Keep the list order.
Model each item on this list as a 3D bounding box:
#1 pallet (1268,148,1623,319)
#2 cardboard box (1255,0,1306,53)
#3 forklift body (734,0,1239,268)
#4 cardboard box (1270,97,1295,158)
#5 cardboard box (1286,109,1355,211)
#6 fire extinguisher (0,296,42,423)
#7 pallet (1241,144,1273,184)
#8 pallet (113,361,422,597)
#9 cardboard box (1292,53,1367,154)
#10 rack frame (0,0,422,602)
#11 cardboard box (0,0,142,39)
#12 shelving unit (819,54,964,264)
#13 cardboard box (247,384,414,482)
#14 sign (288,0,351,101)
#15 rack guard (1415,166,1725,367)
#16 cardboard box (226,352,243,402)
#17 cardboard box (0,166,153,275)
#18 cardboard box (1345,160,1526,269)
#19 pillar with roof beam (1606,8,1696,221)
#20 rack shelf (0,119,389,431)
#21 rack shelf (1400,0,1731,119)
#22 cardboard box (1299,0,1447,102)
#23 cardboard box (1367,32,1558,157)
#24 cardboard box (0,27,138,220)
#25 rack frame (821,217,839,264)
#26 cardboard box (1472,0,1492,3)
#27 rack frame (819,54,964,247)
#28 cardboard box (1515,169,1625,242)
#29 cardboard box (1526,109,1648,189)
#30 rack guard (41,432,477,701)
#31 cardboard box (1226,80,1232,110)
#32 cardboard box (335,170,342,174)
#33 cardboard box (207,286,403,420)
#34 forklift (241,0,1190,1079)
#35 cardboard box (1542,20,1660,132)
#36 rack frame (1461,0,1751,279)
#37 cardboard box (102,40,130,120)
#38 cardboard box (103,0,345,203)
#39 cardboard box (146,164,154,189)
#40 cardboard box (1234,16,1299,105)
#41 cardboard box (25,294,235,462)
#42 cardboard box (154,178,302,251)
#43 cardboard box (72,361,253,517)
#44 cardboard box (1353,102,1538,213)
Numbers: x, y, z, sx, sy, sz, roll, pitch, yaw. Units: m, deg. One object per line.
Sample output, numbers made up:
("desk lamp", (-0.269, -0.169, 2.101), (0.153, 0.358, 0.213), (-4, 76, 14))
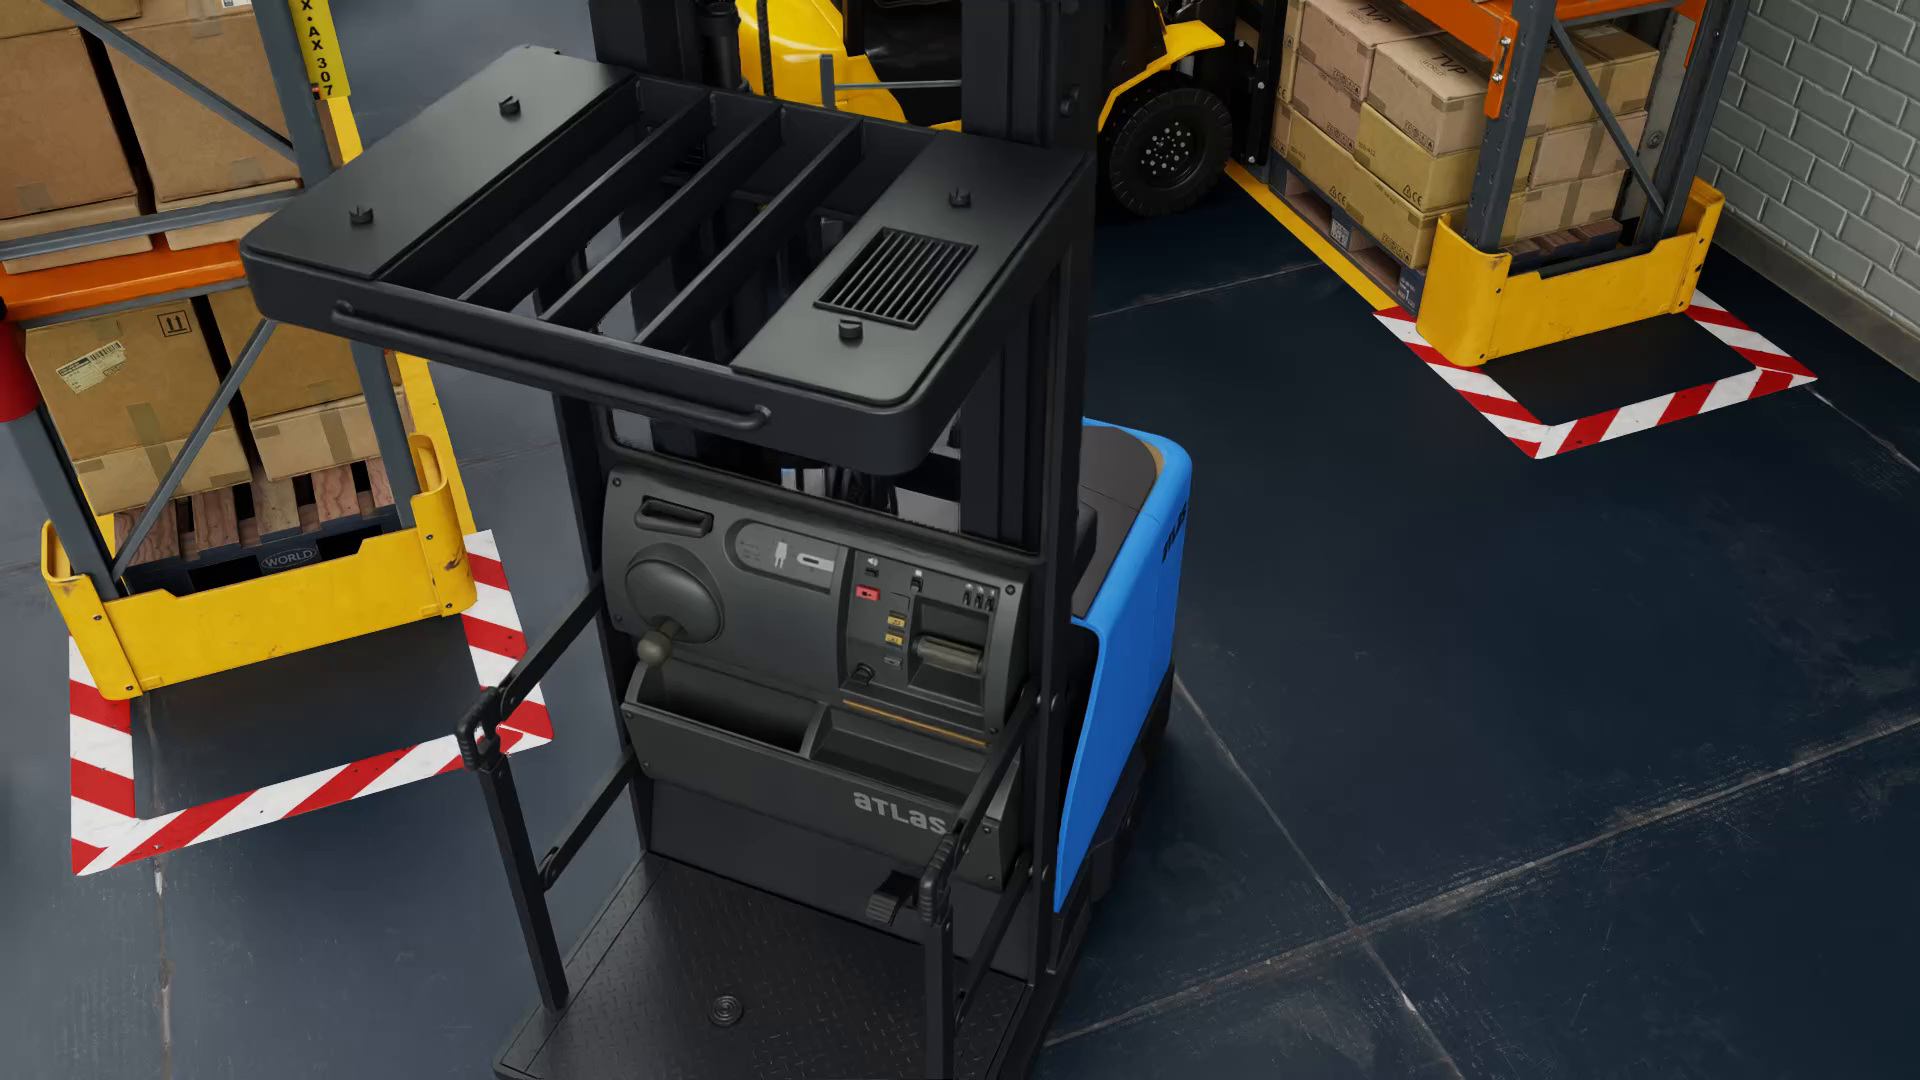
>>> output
("pallet", (2.092, -1.462, 7.288), (1.003, 0.211, 1.213), (-15, 43, -17))
("cardboard box", (1.556, -2.372, 7.227), (0.500, 0.250, 0.500), (-15, 43, -16))
("forklift body", (0.012, -2.434, 6.931), (2.313, 2.155, 1.214), (-15, 43, -17))
("cardboard box", (1.587, -1.995, 7.556), (0.500, 0.250, 0.500), (-15, 43, -16))
("cardboard box", (1.770, -1.692, 7.203), (0.500, 0.250, 0.500), (-15, 43, -17))
("fire extinguisher", (-2.543, -0.615, 4.224), (0.296, 0.674, 0.183), (-15, 43, -17))
("pallet", (1.629, -2.195, 8.141), (1.003, 0.211, 1.213), (-15, 43, -17))
("pallet", (-2.468, -0.315, 5.954), (1.003, 0.211, 1.213), (-15, 43, -17))
("cardboard box", (1.767, -1.895, 7.056), (0.500, 0.250, 0.500), (-16, 43, -17))
("rack frame", (-2.161, -0.828, 4.412), (1.000, 3.000, 0.127), (-15, 43, -17))
("cardboard box", (-2.558, -1.611, 4.251), (0.700, 0.500, 0.500), (-16, 43, -18))
("shelving unit", (-0.157, -0.634, 5.337), (0.587, 1.500, 1.083), (-3, 41, -3))
("cardboard box", (-2.214, -0.500, 5.817), (0.500, 0.250, 0.500), (-15, 43, -17))
("sign", (-1.660, -1.292, 4.288), (0.100, 0.325, 0.005), (-15, 43, -17))
("rack guard", (2.433, -1.106, 6.653), (1.175, 0.500, 0.348), (-15, 43, -17))
("cardboard box", (-2.910, -0.679, 6.025), (0.500, 0.250, 0.500), (-15, 43, -17))
("cardboard box", (-2.502, -0.905, 4.694), (0.380, 0.149, 0.250), (-14, 43, -15))
("cardboard box", (1.952, -1.390, 6.852), (0.500, 0.250, 0.500), (-15, 43, -17))
("pillar with roof beam", (-0.988, -3.914, 3.399), (9.100, 9.000, 0.400), (-15, 43, -17))
("rack shelf", (-2.926, -1.760, 6.048), (1.077, 0.370, 4.000), (-15, 43, -17))
("rack shelf", (1.658, -3.001, 7.491), (1.077, 0.370, 4.000), (-15, 43, -17))
("cardboard box", (1.758, -2.070, 6.877), (0.500, 0.250, 0.500), (-14, 43, -16))
("cardboard box", (1.959, -1.764, 6.521), (0.500, 0.250, 0.500), (-14, 43, -15))
("cardboard box", (-2.623, -1.237, 4.583), (0.500, 0.500, 0.500), (-16, 43, -18))
("rack frame", (-0.121, -0.298, 4.946), (0.500, 1.500, 0.032), (-3, 41, -3))
("cardboard box", (1.993, -2.338, 6.091), (0.500, 0.500, 0.500), (-16, 43, -18))
("rack frame", (-0.192, -0.959, 5.715), (0.500, 1.500, 0.032), (-3, 41, -3))
("cardboard box", (2.416, -1.530, 7.015), (0.500, 0.250, 0.500), (-15, 43, -17))
("cardboard box", (2.436, -1.710, 6.841), (0.500, 0.250, 0.500), (-14, 43, -16))
("rack guard", (-2.190, 0.074, 5.281), (1.175, 0.500, 0.348), (-15, 43, -17))
("cardboard box", (1.368, -2.302, 7.914), (0.500, 0.250, 0.500), (-14, 43, -16))
("cardboard box", (-2.428, -1.112, 5.954), (0.500, 0.500, 0.500), (-17, 43, -18))
("cardboard box", (-2.224, -0.798, 5.589), (0.500, 0.500, 0.500), (-16, 43, -18))
("forklift", (-0.392, 0.213, 3.255), (1.130, 2.935, 3.031), (15, 43, 16))
("cardboard box", (2.415, -1.901, 6.680), (0.500, 0.250, 0.500), (-16, 43, -18))
("rack frame", (2.424, -2.069, 5.855), (1.000, 3.000, 0.127), (-15, 43, -17))
("cardboard box", (-2.811, -1.540, 4.935), (0.500, 0.500, 0.500), (-15, 43, -17))
("cardboard box", (-2.086, -1.333, 4.695), (0.500, 0.500, 0.500), (-16, 43, -18))
("cardboard box", (-2.210, -1.138, 4.965), (0.380, 0.149, 0.250), (-14, 43, -16))
("cardboard box", (1.550, -2.201, 7.412), (0.500, 0.250, 0.500), (-16, 43, -18))
("cardboard box", (-2.708, -0.647, 5.413), (0.500, 0.500, 0.500), (-15, 43, -17))
("cardboard box", (-2.100, -0.989, 4.792), (0.380, 0.149, 0.250), (-15, 43, -17))
("cardboard box", (-2.728, -0.379, 5.677), (0.500, 0.250, 0.500), (-15, 43, -17))
("cardboard box", (1.949, -1.590, 6.702), (0.500, 0.250, 0.500), (-16, 43, -17))
